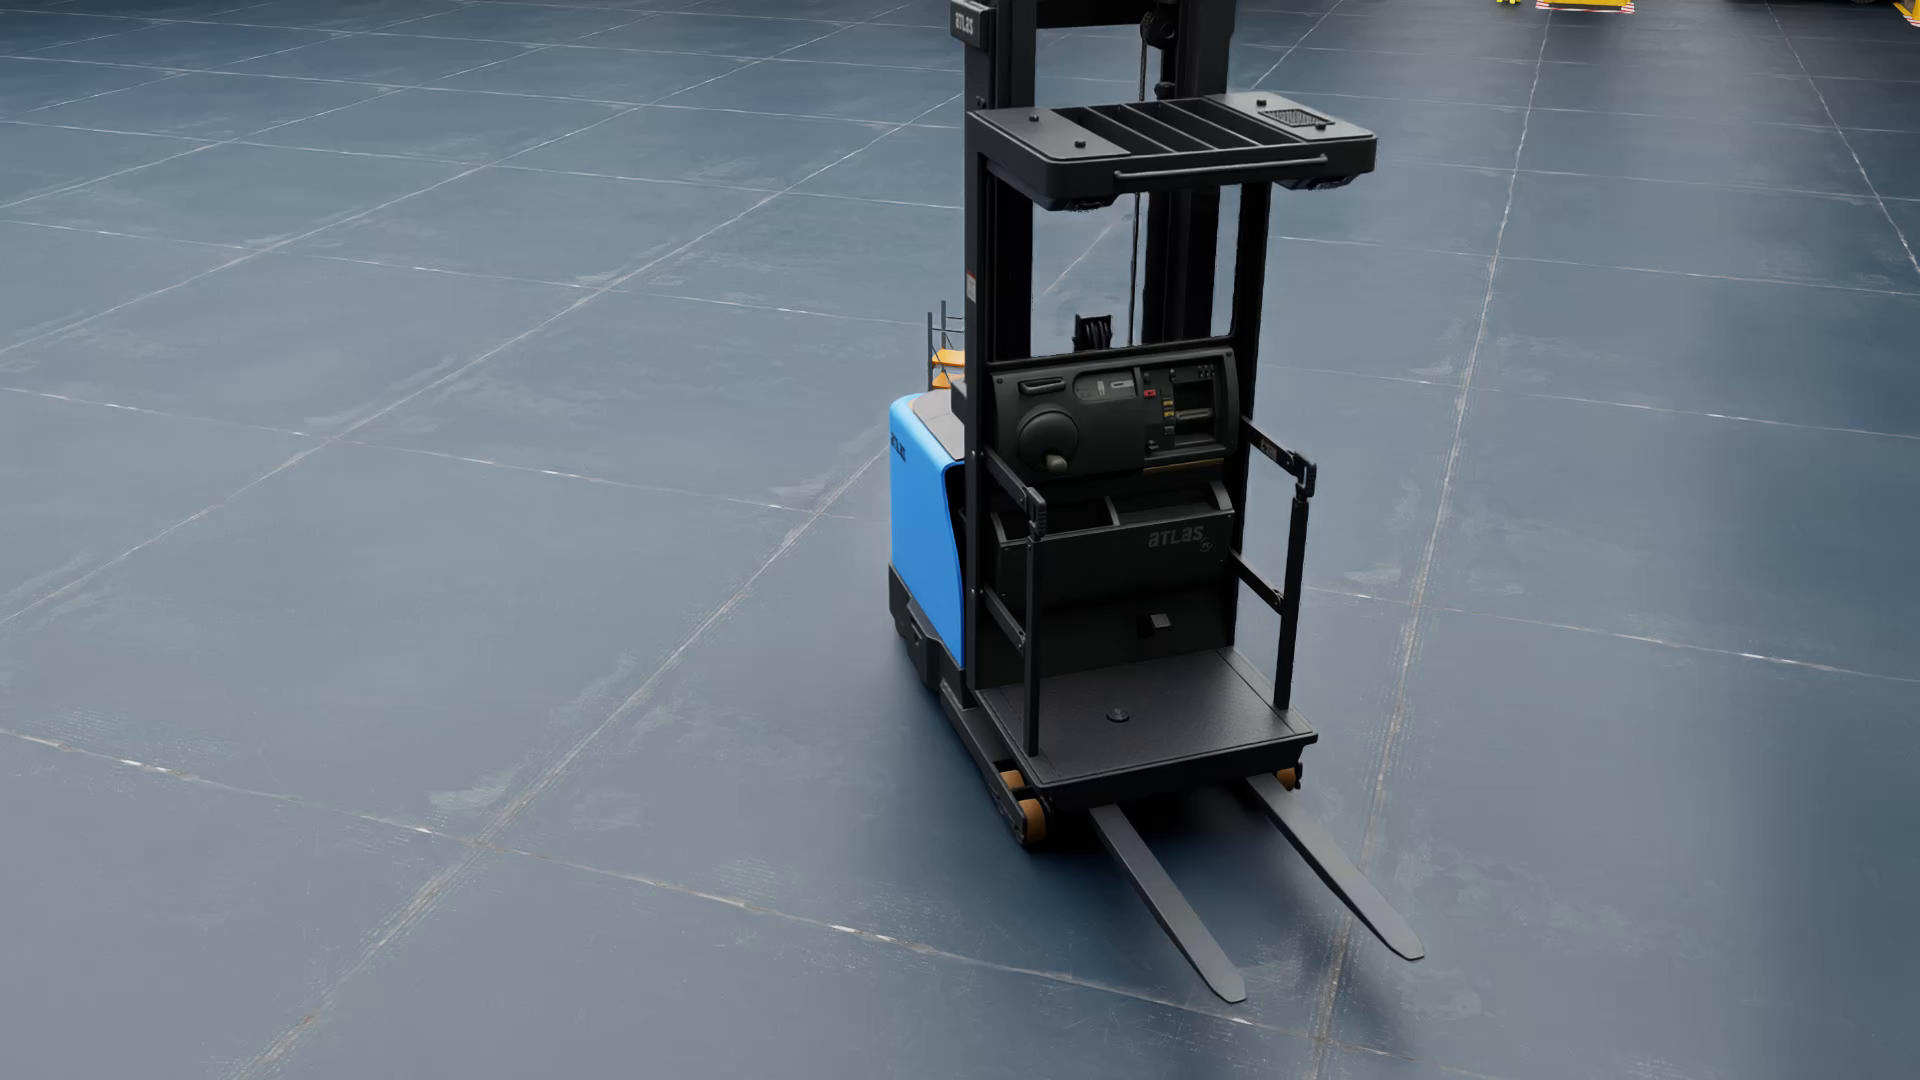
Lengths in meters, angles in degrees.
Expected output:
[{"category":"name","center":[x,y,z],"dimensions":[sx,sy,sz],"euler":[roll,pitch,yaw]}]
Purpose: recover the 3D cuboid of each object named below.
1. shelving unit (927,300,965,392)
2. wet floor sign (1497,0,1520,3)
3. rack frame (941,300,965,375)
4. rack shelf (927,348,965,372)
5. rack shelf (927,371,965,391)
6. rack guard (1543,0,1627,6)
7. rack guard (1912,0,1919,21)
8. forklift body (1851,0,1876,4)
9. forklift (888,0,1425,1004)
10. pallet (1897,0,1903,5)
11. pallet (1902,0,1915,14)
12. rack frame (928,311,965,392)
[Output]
[{"category":"shelving unit","center":[-0.005,-0.534,7.976],"dimensions":[0.258,1.200,0.189],"euler":[9,27,17]},{"category":"wet floor sign","center":[8.216,-8.347,24.750],"dimensions":[0.267,0.644,0.232],"euler":[20,32,35]},{"category":"rack frame","center":[0.026,-0.572,8.054],"dimensions":[0.240,1.200,0.006],"euler":[9,27,17]},{"category":"rack shelf","center":[-0.005,-0.818,7.839],"dimensions":[0.258,0.103,0.180],"euler":[9,27,17]},{"category":"rack shelf","center":[-0.005,-0.710,7.891],"dimensions":[0.258,0.103,0.180],"euler":[9,27,17]},{"category":"rack guard","center":[9.313,-8.236,24.687],"dimensions":[1.175,0.500,0.348],"euler":[9,27,17]},{"category":"rack guard","center":[13.962,-7.477,23.118],"dimensions":[1.175,0.500,0.348],"euler":[9,27,17]},{"category":"forklift body","center":[12.881,-9.273,24.935],"dimensions":[2.313,2.155,1.214],"euler":[9,27,17]},{"category":"forklift","center":[0.634,-0.421,5.757],"dimensions":[1.130,2.935,3.031],"euler":[-8,27,-17]},{"category":"pallet","center":[14.593,-8.177,24.895],"dimensions":[1.003,0.211,1.213],"euler":[9,27,17]},{"category":"pallet","center":[14.185,-7.677,23.863],"dimensions":[1.003,0.211,1.213],"euler":[9,27,17]},{"category":"rack frame","center":[-0.035,-0.496,7.899],"dimensions":[0.240,1.200,0.006],"euler":[9,27,17]}]
